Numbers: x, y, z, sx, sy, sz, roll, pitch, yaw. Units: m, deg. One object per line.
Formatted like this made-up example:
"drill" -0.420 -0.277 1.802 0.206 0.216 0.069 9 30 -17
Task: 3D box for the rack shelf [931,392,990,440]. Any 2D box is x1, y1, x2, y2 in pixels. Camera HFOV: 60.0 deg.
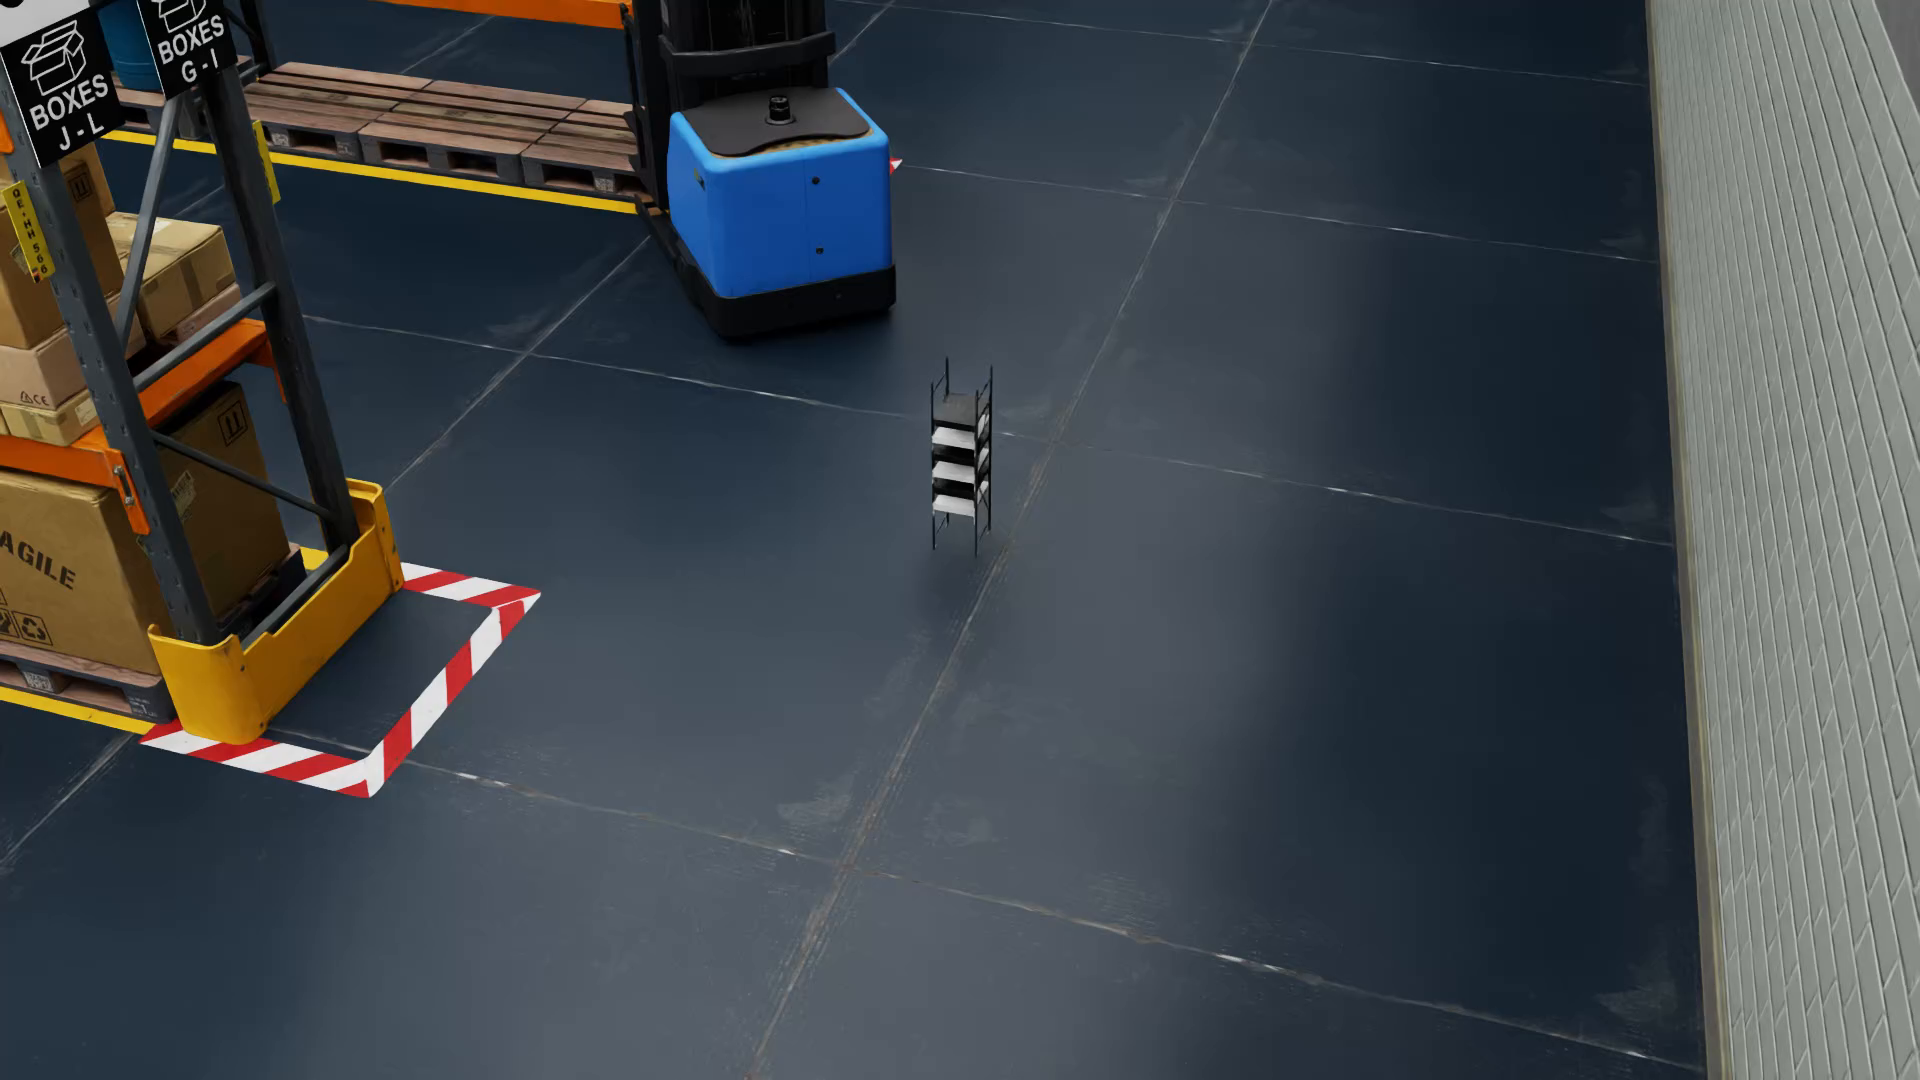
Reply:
"rack shelf" 0.008 -0.552 7.341 0.200 0.077 0.258 10 38 14

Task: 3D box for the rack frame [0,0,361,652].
"rack frame" -2.847 -0.744 6.230 0.127 3.000 1.000 10 38 14

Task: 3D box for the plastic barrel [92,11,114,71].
"plastic barrel" -6.378 -3.808 11.810 0.708 0.901 0.600 10 38 14

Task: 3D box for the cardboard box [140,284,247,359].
"cardboard box" -3.087 -0.892 6.644 0.250 0.149 0.380 11 38 14

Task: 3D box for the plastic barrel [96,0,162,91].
"plastic barrel" -5.702 -3.683 11.640 0.708 0.901 0.600 10 38 14

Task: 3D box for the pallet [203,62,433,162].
"pallet" -4.474 -3.022 11.678 1.213 0.211 1.003 10 38 14

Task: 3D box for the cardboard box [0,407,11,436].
"cardboard box" -3.533 -0.564 6.198 0.250 0.149 0.380 11 38 14

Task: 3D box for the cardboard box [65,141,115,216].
"cardboard box" -3.702 -1.431 6.407 0.500 0.500 0.500 10 37 13

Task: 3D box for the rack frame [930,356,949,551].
"rack frame" -0.089 -0.379 7.506 0.006 0.900 0.240 10 38 14

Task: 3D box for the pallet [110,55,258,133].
"pallet" -5.912 -3.290 12.042 1.213 0.211 1.003 10 38 14

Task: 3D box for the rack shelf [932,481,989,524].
"rack shelf" 0.008 -0.189 7.608 0.200 0.077 0.258 10 38 14

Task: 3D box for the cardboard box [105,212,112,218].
"cardboard box" -3.722 -1.129 6.629 0.500 0.250 0.500 10 38 13

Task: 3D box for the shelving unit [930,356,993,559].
"shelving unit" 0.008 -0.361 7.481 0.210 0.900 0.258 10 38 14

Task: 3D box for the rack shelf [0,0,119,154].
"rack shelf" -4.756 -2.016 6.035 4.000 0.370 1.077 10 38 14

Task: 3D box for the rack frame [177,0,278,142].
"rack frame" -5.188 -4.253 10.998 0.127 3.000 1.000 10 38 14

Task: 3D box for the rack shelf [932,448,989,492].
"rack shelf" 0.008 -0.334 7.501 0.200 0.077 0.258 10 38 14

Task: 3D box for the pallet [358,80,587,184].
"pallet" -3.306 -2.808 11.387 1.213 0.211 1.003 10 38 14

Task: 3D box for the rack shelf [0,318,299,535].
"rack shelf" -4.756 -0.808 6.924 4.000 0.370 1.077 10 38 14

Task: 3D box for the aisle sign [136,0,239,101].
"aisle sign" -2.688 -1.948 5.673 0.004 0.787 0.394 10 38 14

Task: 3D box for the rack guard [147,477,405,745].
"rack guard" -2.824 0.267 6.965 0.348 0.500 1.175 10 38 14

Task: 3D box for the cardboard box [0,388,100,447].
"cardboard box" -3.285 -0.519 6.137 0.250 0.149 0.380 11 38 15

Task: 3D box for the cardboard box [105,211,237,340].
"cardboard box" -3.224 -1.041 6.509 0.500 0.250 0.500 10 37 13

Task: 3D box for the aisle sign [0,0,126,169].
"aisle sign" -2.867 -1.608 5.212 0.004 0.787 0.394 10 38 14

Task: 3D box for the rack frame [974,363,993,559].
"rack frame" 0.105 -0.343 7.457 0.006 0.900 0.240 10 38 14

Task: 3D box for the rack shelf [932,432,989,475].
"rack shelf" 0.008 -0.407 7.448 0.200 0.077 0.258 10 38 14

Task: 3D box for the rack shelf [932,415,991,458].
"rack shelf" 0.008 -0.479 7.394 0.200 0.077 0.258 10 38 14

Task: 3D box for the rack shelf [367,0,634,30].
"rack shelf" -3.279 -3.610 10.731 4.000 0.370 1.077 10 38 14

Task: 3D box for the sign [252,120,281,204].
"sign" -2.675 -1.437 6.375 0.005 0.325 0.100 10 38 14

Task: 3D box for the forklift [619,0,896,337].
"forklift" -1.399 -3.166 9.579 1.130 2.935 3.031 -14 39 -18

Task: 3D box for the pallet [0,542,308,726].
"pallet" -3.633 0.282 7.189 1.213 0.211 1.003 10 38 14

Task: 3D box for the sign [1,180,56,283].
"sign" -3.022 -1.001 5.403 0.005 0.325 0.100 10 38 14

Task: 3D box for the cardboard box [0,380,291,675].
"cardboard box" -3.481 -0.125 6.828 0.875 0.875 0.875 10 38 14

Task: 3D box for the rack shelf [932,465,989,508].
"rack shelf" 0.008 -0.262 7.554 0.200 0.077 0.258 10 38 14

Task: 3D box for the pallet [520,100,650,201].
"pallet" -2.145 -2.591 11.092 1.213 0.211 1.003 10 38 14

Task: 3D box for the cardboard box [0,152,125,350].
"cardboard box" -3.390 -1.043 5.879 0.500 0.500 0.500 11 38 14

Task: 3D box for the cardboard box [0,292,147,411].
"cardboard box" -3.388 -0.739 6.099 0.500 0.250 0.500 10 38 13
